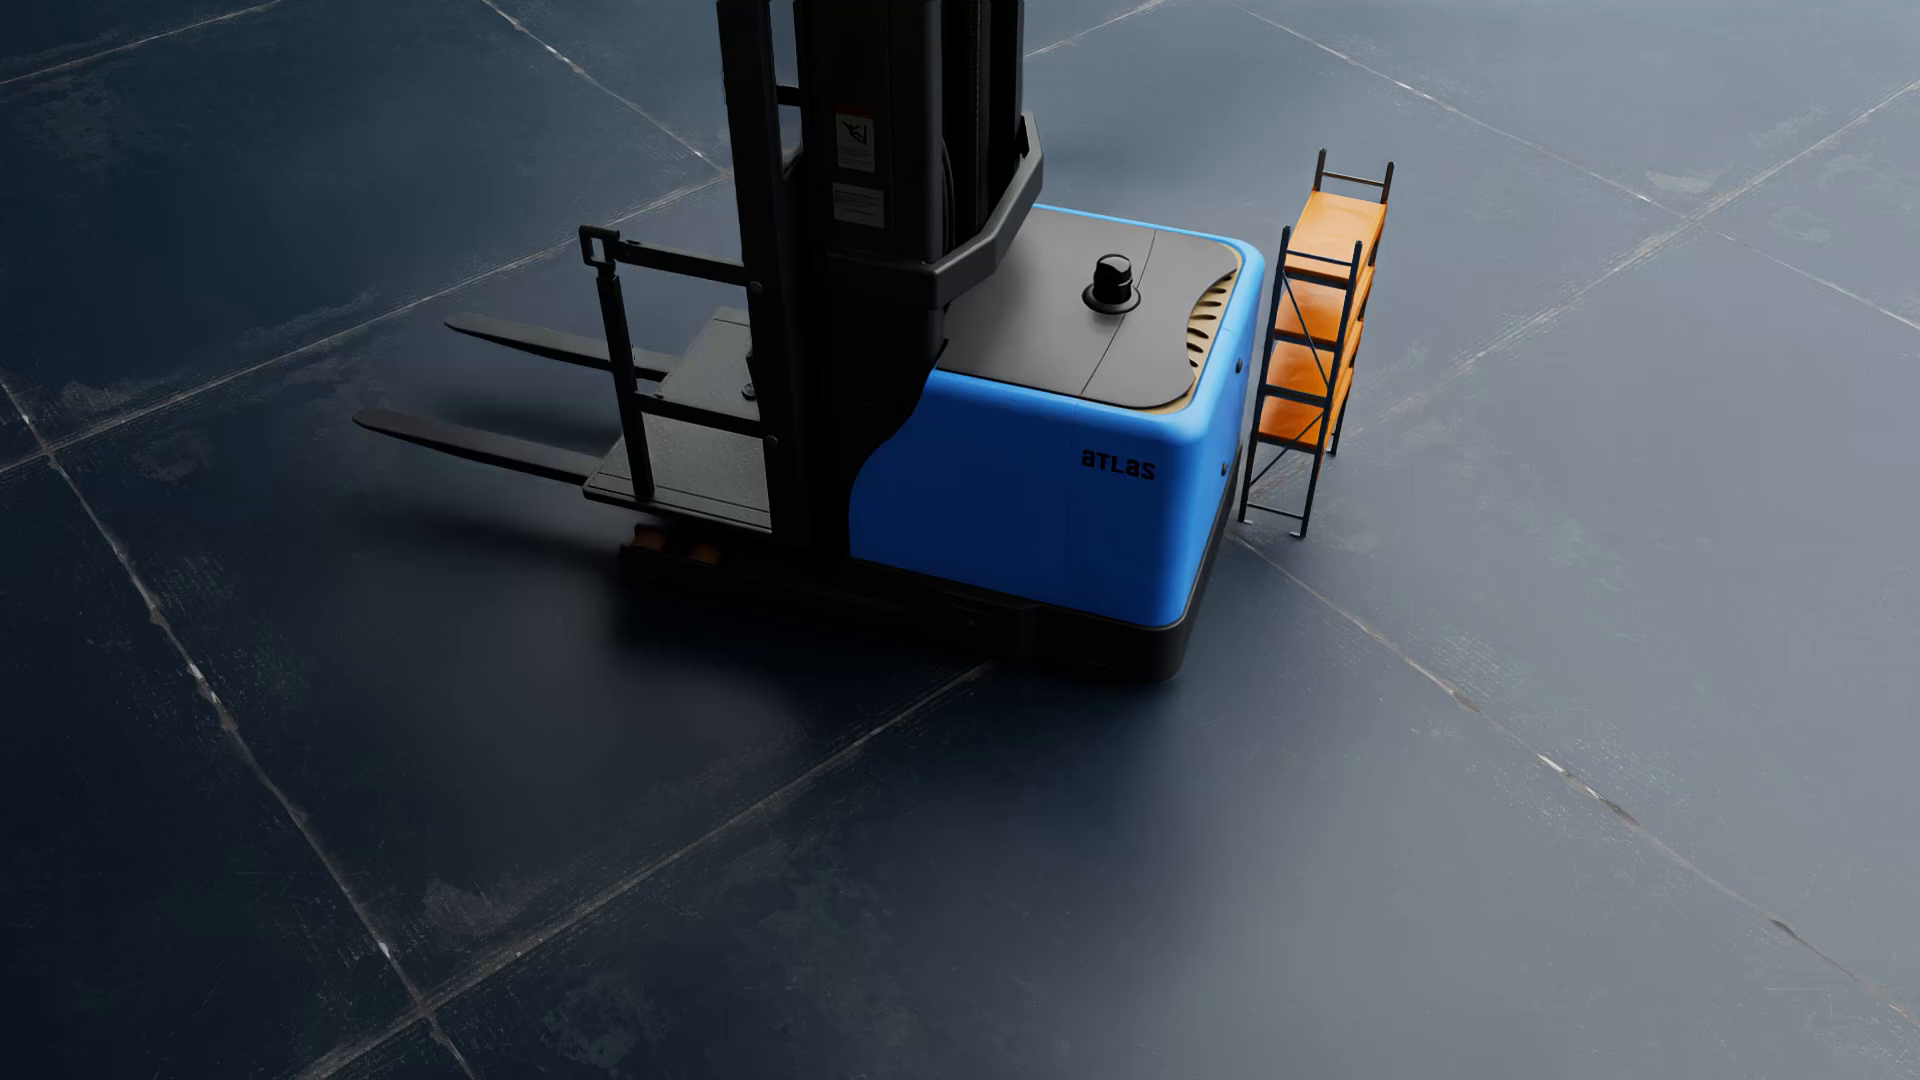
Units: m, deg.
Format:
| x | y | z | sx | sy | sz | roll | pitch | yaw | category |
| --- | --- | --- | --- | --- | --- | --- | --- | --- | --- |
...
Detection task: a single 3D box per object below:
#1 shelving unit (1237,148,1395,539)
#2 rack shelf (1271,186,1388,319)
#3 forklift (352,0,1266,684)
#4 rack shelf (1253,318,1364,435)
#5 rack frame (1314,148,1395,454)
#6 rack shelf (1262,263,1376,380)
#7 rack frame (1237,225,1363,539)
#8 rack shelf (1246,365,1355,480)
| x | y | z | sx | sy | sz | roll | pitch | yaw | category |
| --- | --- | --- | --- | --- | --- | --- | --- | --- | --- |
| 1.176 | -0.631 | 5.545 | 0.258 | 1.200 | 0.503 | 15 | 45 | 16 | shelving unit |
| 1.176 | -0.917 | 5.276 | 0.258 | 0.148 | 0.480 | 15 | 45 | 16 | rack shelf |
| -0.612 | -1.220 | 4.908 | 3.031 | 2.935 | 1.130 | 13 | 45 | 13 | forklift |
| 1.176 | -0.582 | 5.591 | 0.258 | 0.148 | 0.480 | 15 | 45 | 16 | rack shelf |
| 1.266 | -0.786 | 5.710 | 0.240 | 1.200 | 0.015 | 15 | 45 | 16 | rack frame |
| 1.176 | -0.745 | 5.438 | 0.258 | 0.148 | 0.480 | 15 | 45 | 16 | rack shelf |
| 1.085 | -0.476 | 5.380 | 0.240 | 1.200 | 0.015 | 15 | 45 | 16 | rack frame |
| 1.176 | -0.437 | 5.727 | 0.258 | 0.148 | 0.480 | 15 | 45 | 16 | rack shelf |
